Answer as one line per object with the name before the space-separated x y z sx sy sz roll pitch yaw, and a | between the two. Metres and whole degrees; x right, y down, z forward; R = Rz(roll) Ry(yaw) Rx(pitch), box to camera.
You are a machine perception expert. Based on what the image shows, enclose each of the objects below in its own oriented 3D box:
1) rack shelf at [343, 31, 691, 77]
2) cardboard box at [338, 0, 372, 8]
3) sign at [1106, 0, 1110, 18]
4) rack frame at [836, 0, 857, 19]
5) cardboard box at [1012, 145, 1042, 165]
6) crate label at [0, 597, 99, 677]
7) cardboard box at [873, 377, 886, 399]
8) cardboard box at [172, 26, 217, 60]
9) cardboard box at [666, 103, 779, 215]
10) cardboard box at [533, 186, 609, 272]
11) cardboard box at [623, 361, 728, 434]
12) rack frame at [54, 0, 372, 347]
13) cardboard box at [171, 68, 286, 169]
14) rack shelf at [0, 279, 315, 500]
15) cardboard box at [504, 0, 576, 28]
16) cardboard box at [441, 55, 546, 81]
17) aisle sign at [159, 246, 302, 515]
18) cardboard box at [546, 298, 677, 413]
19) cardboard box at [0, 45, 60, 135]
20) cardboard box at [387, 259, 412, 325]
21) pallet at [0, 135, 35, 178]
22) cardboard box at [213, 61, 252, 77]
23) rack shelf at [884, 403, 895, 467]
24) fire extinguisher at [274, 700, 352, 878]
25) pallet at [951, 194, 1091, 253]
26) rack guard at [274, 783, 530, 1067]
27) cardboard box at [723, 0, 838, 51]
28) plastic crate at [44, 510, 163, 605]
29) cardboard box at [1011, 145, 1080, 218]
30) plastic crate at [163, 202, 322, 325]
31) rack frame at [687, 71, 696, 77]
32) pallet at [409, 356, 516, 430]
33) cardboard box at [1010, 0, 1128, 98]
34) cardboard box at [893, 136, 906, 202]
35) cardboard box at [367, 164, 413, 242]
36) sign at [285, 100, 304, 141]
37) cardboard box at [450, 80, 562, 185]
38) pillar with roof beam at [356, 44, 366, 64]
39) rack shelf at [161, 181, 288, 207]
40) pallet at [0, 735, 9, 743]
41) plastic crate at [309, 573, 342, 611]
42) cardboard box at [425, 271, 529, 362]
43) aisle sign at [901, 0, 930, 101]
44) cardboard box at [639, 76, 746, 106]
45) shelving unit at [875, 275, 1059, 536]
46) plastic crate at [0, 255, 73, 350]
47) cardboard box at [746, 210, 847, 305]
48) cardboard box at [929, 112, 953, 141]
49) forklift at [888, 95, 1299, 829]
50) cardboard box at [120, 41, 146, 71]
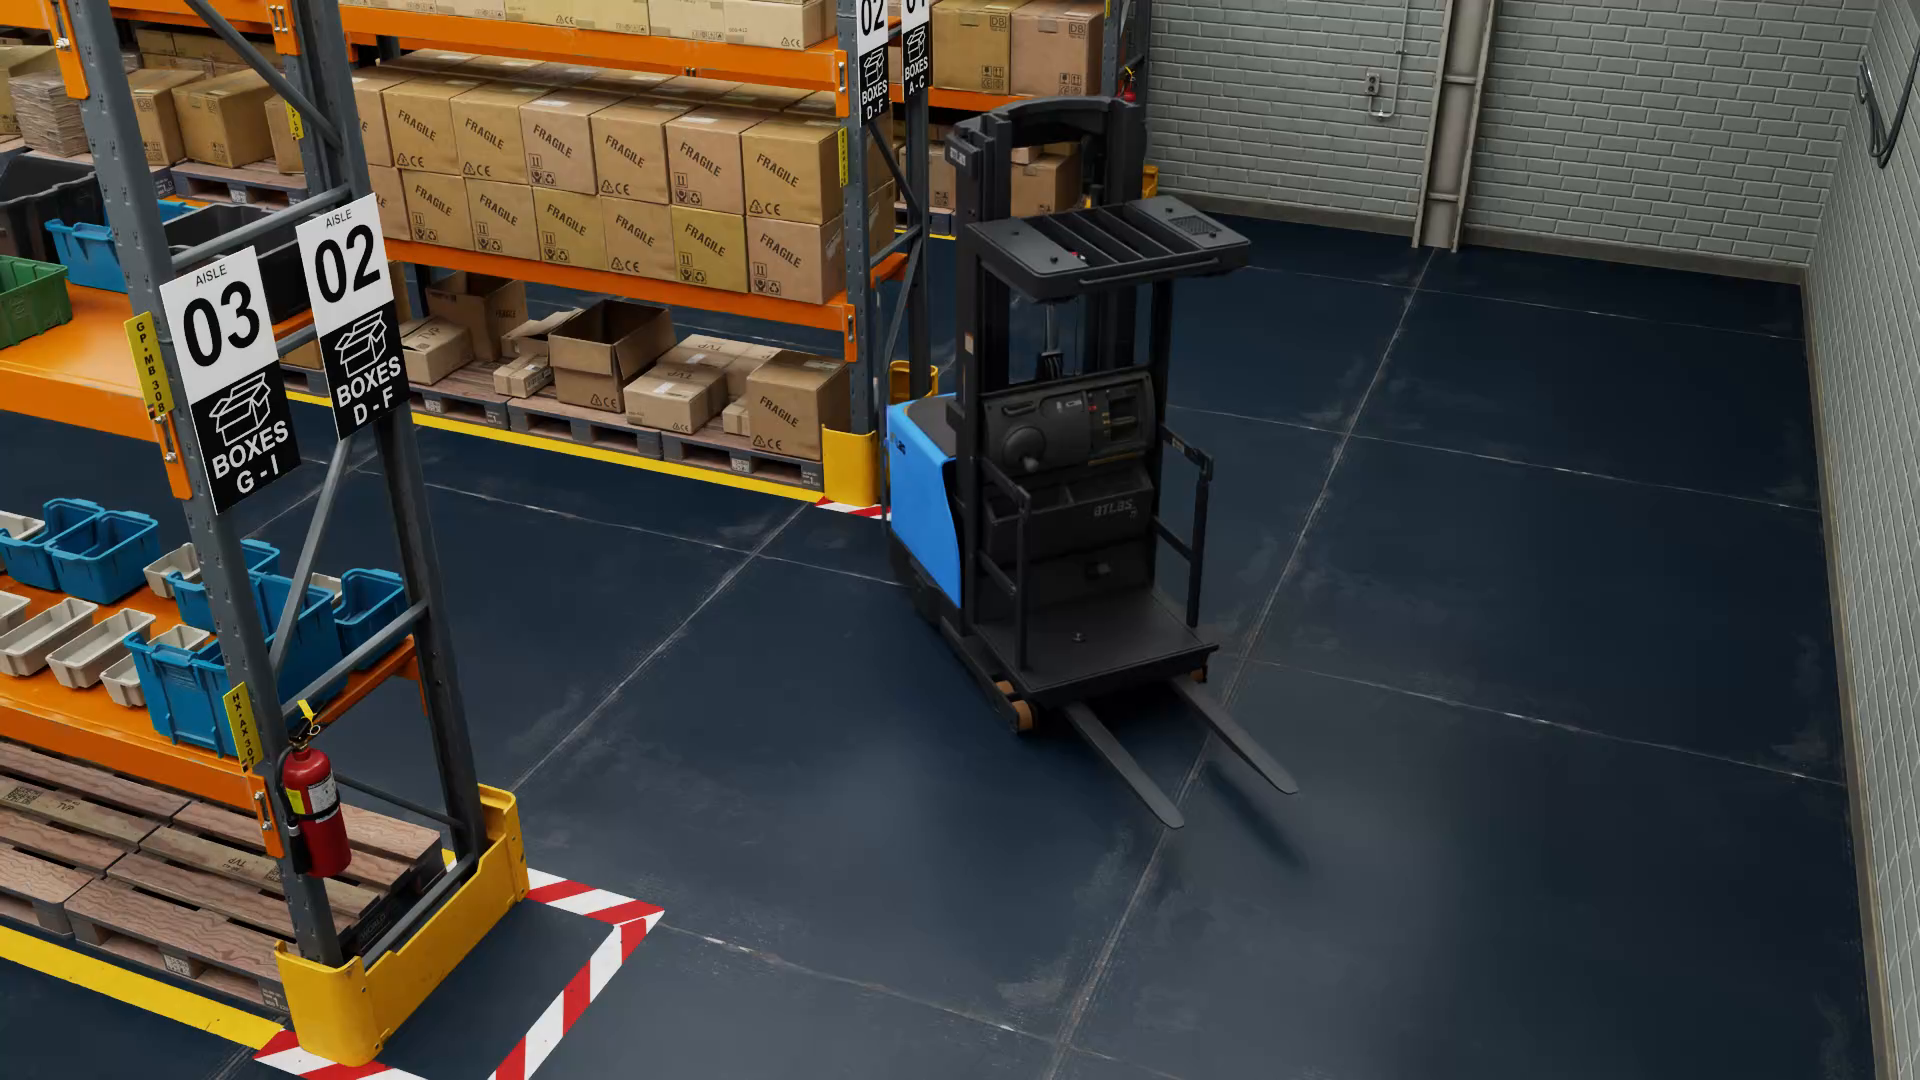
rack shelf | -4.137 -4.843 16.412 4.000 0.370 1.077 11 31 19
cardboard box | -3.785 -3.564 10.523 0.500 0.250 0.500 11 31 19
sign | 1.206 -4.408 13.495 0.005 0.325 0.100 11 31 19
rack frame | -0.436 -4.398 8.798 0.127 3.000 1.000 11 31 19
cardboard box | 0.549 -3.448 14.667 0.250 0.149 0.380 11 31 19
crate label | -3.656 0.391 6.628 0.243 0.136 0.396 11 31 19
cardboard box | -0.695 -0.971 11.282 0.250 0.149 0.380 11 31 19
cardboard box | -8.116 -5.393 17.985 0.500 0.250 0.500 10 31 18
cardboard box | -1.420 -2.316 10.092 0.500 0.500 0.500 12 32 20
cardboard box | -2.363 -2.071 10.676 0.500 0.500 0.500 11 31 18
cardboard box | -1.902 -0.959 11.157 0.500 0.250 0.500 11 31 19
rack frame | -2.302 -2.141 4.803 0.127 3.000 1.000 11 31 19
cardboard box | -5.159 -3.041 11.965 0.500 0.500 0.700 17 33 27
rack shelf | -4.155 -0.892 6.373 4.000 0.370 1.077 11 31 19
cardboard box | -2.396 -3.286 10.031 0.500 0.250 0.500 11 31 19
cardboard box | -3.101 -2.936 11.190 0.500 0.500 0.500 11 31 18
aisle sign | -2.345 -0.514 5.380 0.004 0.787 0.394 11 31 19
cardboard box | -2.400 -1.286 11.478 0.637 0.503 0.797 11 31 19
cardboard box | -7.223 -3.428 12.649 0.500 0.500 0.700 1 30 2
cardboard box | -4.499 -1.831 12.445 0.500 0.500 0.500 10 31 17
pallet | -7.195 -3.090 12.774 1.003 0.211 1.213 11 31 19
cardboard box | -7.582 -4.966 17.992 0.500 0.500 0.700 11 31 19
rack shelf | 0.031 -0.658 10.167 1.000 0.185 0.538 -2 30 -3
fire extinguisher | -2.333 0.902 5.974 0.183 0.674 0.296 11 31 19
pallet | 0.652 -2.944 15.156 1.213 0.211 1.003 11 31 19
rack guard | -2.275 1.558 6.897 0.348 0.500 1.175 11 31 19
cardboard box | -1.011 -3.002 9.528 0.500 0.250 0.500 11 31 19
plastic crate | -3.627 0.078 7.083 0.300 0.233 0.416 11 31 19
cardboard box | 0.737 -3.225 14.931 0.500 0.500 0.700 11 31 19
plastic crate | -2.554 -0.976 5.924 0.590 0.269 0.497 11 31 19
rack frame | -2.284 -4.786 15.581 0.127 3.000 1.000 11 31 19
pallet | -3.507 -1.185 12.044 1.213 0.211 1.003 11 31 19
cardboard box | 0.946 -4.266 14.356 0.700 0.700 0.980 13 32 21
cardboard box | -0.690 -3.505 15.428 0.500 0.500 0.700 12 32 20
cardboard box | -3.773 -2.352 11.172 0.500 0.500 0.500 12 32 20
sign | -4.348 -2.777 10.849 0.005 0.325 0.100 11 31 19
cardboard box | -2.857 -2.600 10.594 0.500 0.500 0.500 10 31 18
pillar with roof beam | -8.488 -6.810 13.064 0.400 9.000 9.100 11 31 19
rack shelf | -5.996 -2.584 12.415 4.000 0.370 1.077 11 31 19
pallet | -5.313 1.063 8.065 1.213 0.211 1.003 11 31 19
plastic crate | -2.673 0.267 6.848 0.298 0.136 0.250 11 31 19
cardboard box | -3.508 -1.654 12.132 0.500 0.500 0.500 11 31 19
aisle sign | -0.263 -3.040 9.849 0.004 0.787 0.394 11 31 19
cardboard box | -1.697 -2.656 10.694 0.500 0.500 0.500 12 32 20
shelving unit | 0.031 -0.815 10.078 1.048 1.500 0.538 -2 30 -3
plastic crate | -3.323 -0.795 5.686 0.336 0.188 0.450 11 31 19
cardboard box | -0.954 -1.789 10.176 0.500 0.500 0.500 12 32 21
cardboard box | -0.248 -3.809 15.306 0.250 0.149 0.380 12 31 20
forklift | 0.644 -0.539 8.136 1.130 2.935 3.031 -12 32 -21
cardboard box | -9.008 -5.241 18.478 0.500 0.500 0.700 12 32 21
